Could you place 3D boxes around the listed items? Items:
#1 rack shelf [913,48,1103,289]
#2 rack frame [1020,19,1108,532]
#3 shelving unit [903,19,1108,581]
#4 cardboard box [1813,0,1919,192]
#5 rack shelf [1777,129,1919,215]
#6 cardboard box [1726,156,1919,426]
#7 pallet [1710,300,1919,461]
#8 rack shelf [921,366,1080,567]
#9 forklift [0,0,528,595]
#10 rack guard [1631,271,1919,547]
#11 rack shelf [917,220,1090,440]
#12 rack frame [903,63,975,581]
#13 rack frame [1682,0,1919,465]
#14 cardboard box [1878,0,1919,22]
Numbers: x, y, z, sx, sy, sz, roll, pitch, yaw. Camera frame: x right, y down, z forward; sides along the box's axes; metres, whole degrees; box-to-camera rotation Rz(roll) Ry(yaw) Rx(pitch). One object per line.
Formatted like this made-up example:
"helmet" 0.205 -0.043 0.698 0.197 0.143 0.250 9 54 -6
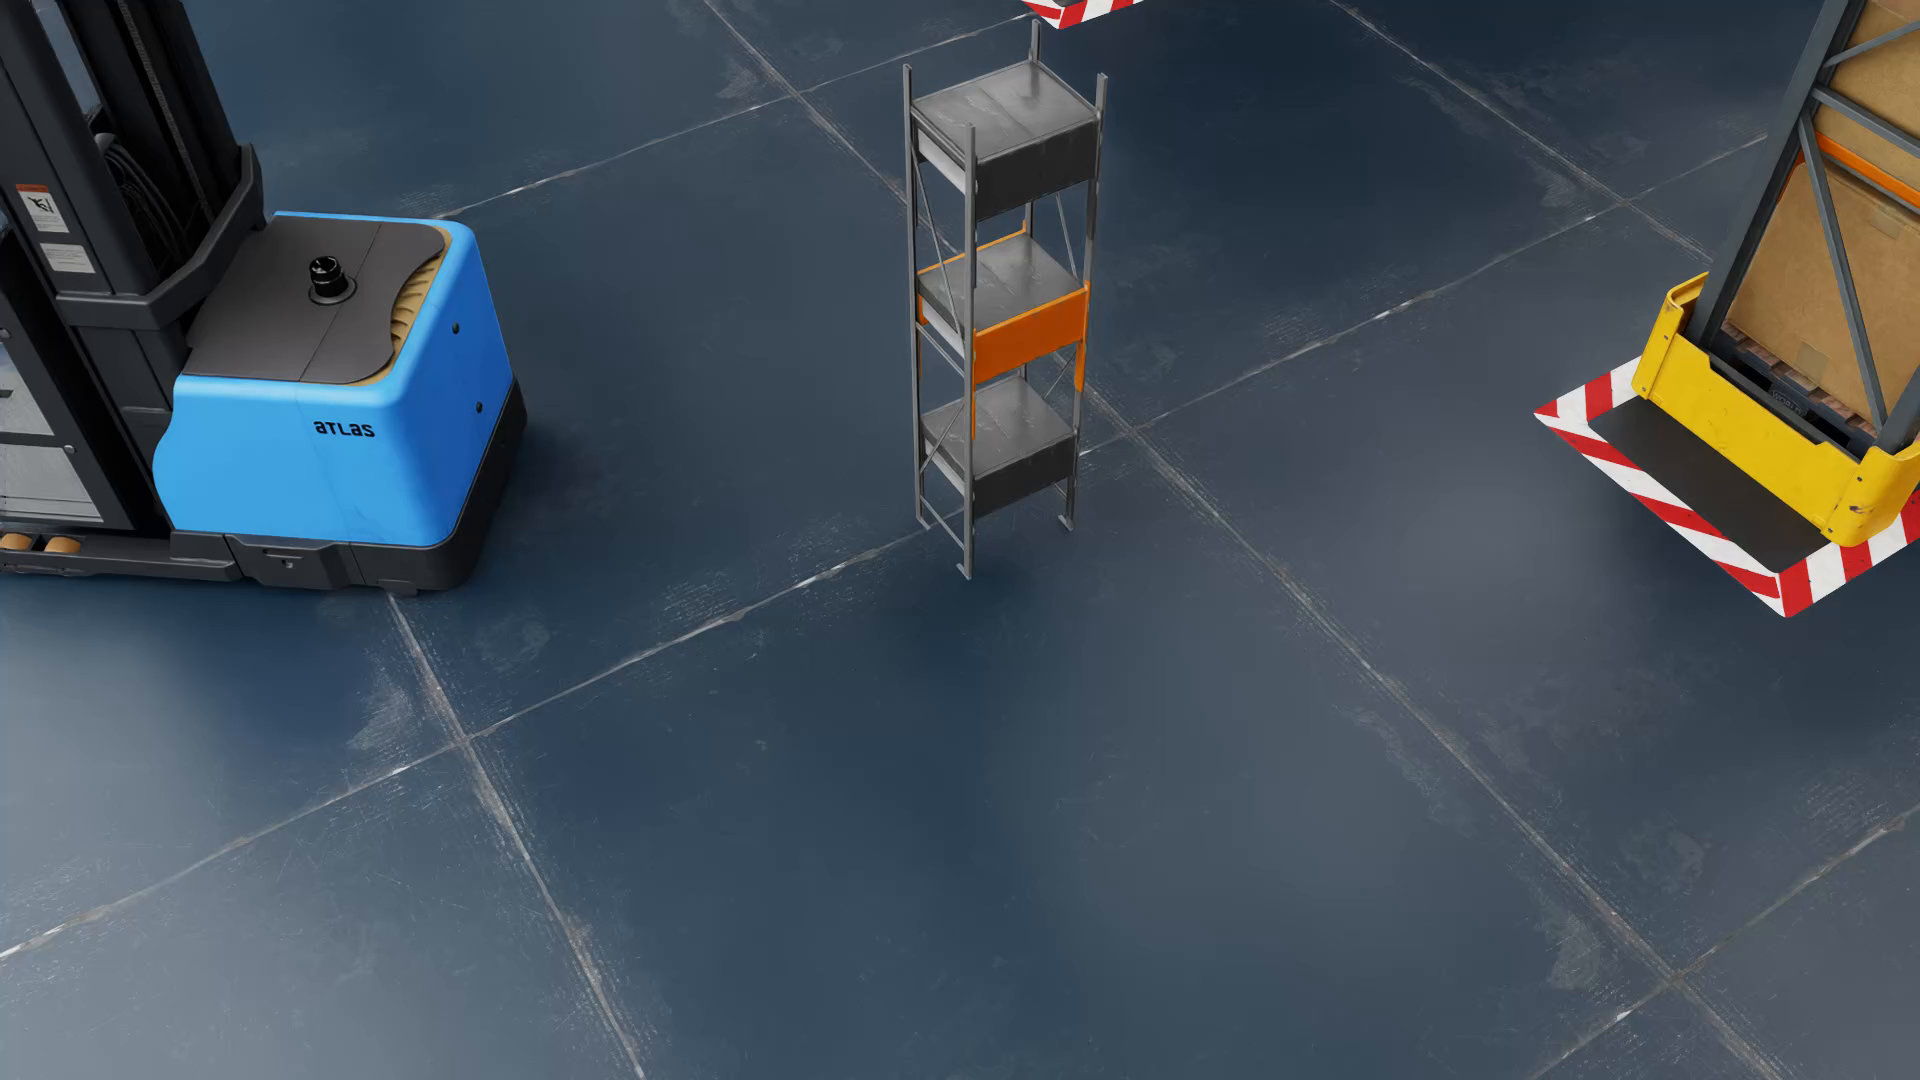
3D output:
"rack shelf" 0.140 -1.221 5.457 0.480 0.518 0.431 -25 53 -21
"rack frame" 0.346 -0.861 6.057 0.015 2.100 0.400 -25 53 -21
"shelving unit" 0.140 -0.764 5.970 0.503 2.100 0.431 -25 53 -21
"cardboard box" 3.689 -1.623 6.031 0.550 0.550 0.875 -25 53 -21
"rack shelf" 5.091 -1.954 6.909 4.000 0.370 1.077 -25 53 -21
"cardboard box" 3.937 -1.141 6.845 0.875 0.875 0.875 -25 53 -21
"pallet" 4.034 -0.837 7.299 1.213 0.211 1.003 -25 53 -21
"rack shelf" 0.140 -0.290 6.503 0.480 0.518 0.431 -25 53 -21
"forklift" -3.381 -1.219 5.819 3.031 2.935 1.130 4 48 3
"rack guard" 3.379 -0.555 6.855 0.348 0.500 1.175 -25 53 -21
"rack shelf" 0.140 -0.755 5.980 0.480 0.518 0.431 -25 53 -21
"rack frame" -0.066 -0.667 5.883 0.015 2.100 0.400 -25 53 -21
"rack frame" 3.399 -1.396 5.930 0.127 3.000 1.000 -25 53 -21
"cardboard box" 3.734 -1.929 5.581 0.550 0.550 0.875 -25 53 -21
